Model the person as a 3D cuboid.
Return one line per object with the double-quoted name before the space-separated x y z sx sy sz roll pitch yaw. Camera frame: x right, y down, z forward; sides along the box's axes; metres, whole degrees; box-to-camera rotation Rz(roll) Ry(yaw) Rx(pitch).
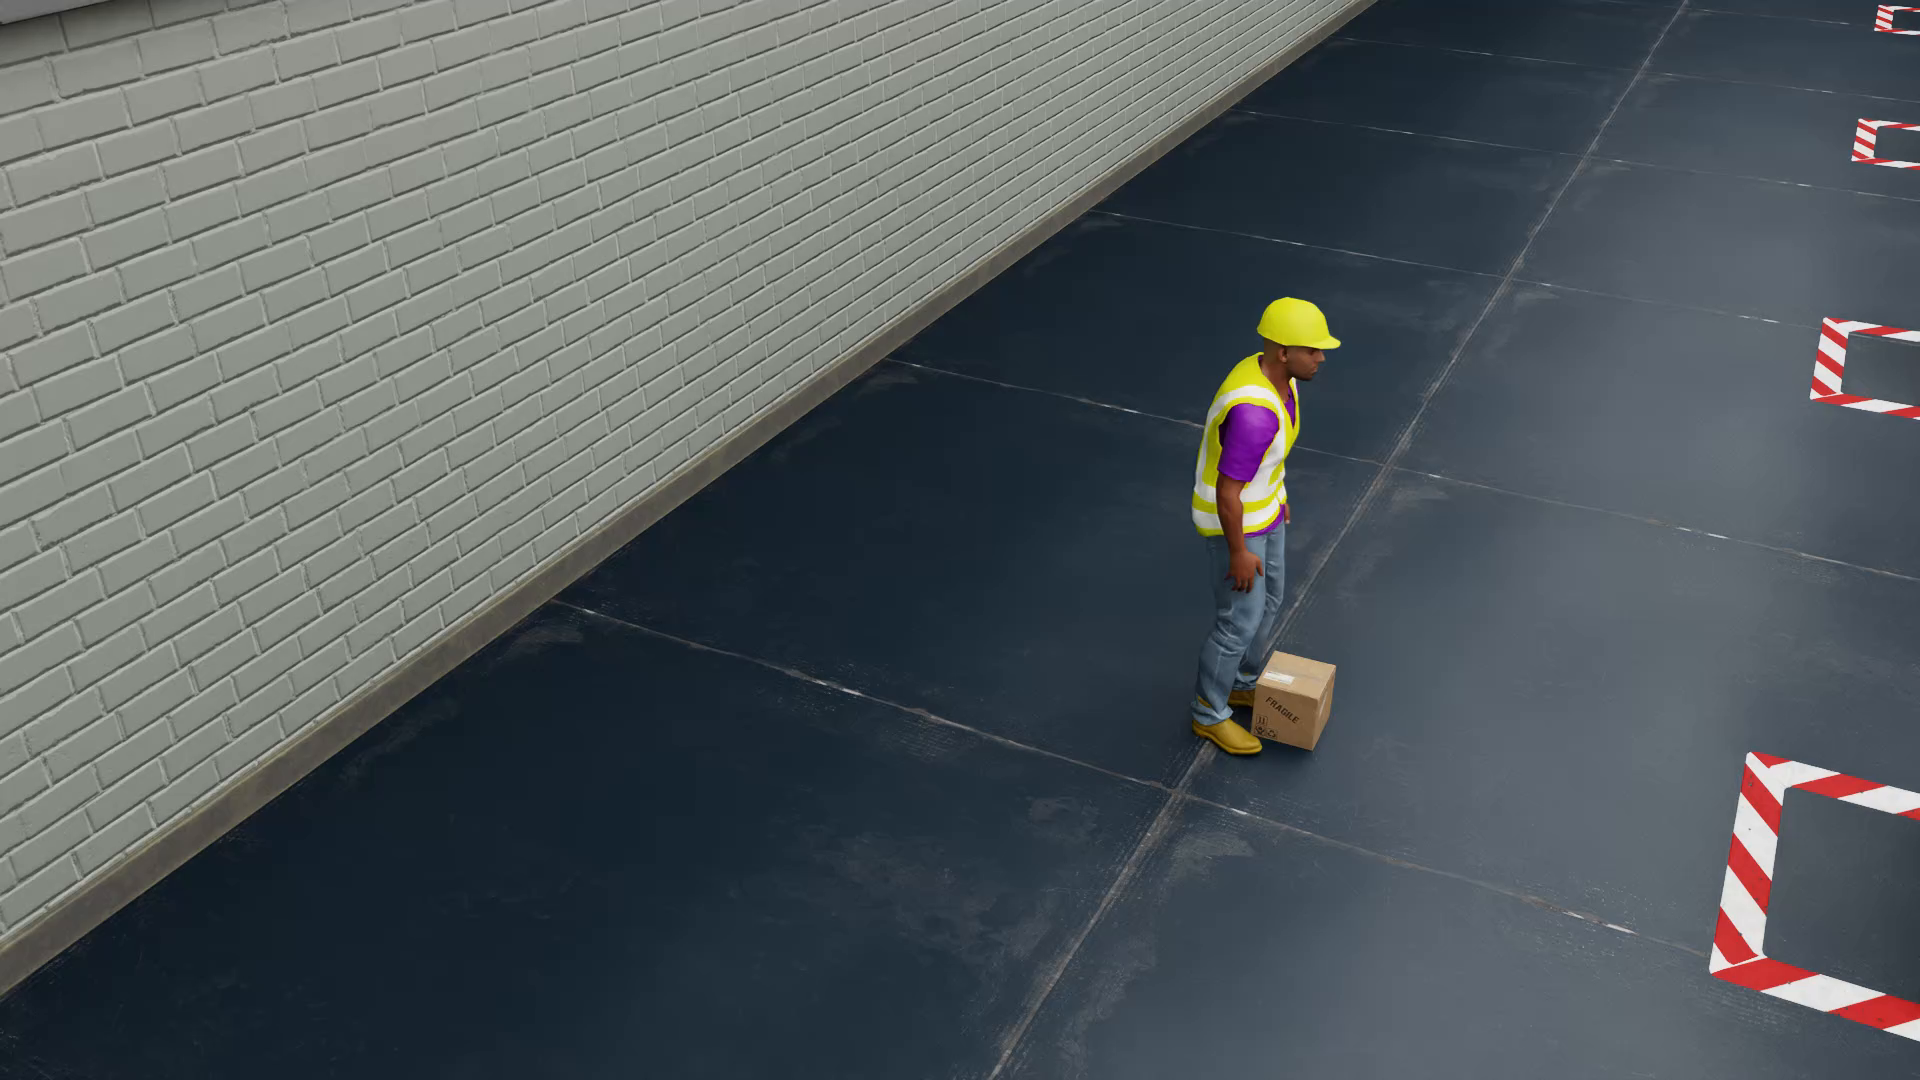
"person" 1.109 -0.076 6.244 0.456 1.760 0.635 12 32 21
